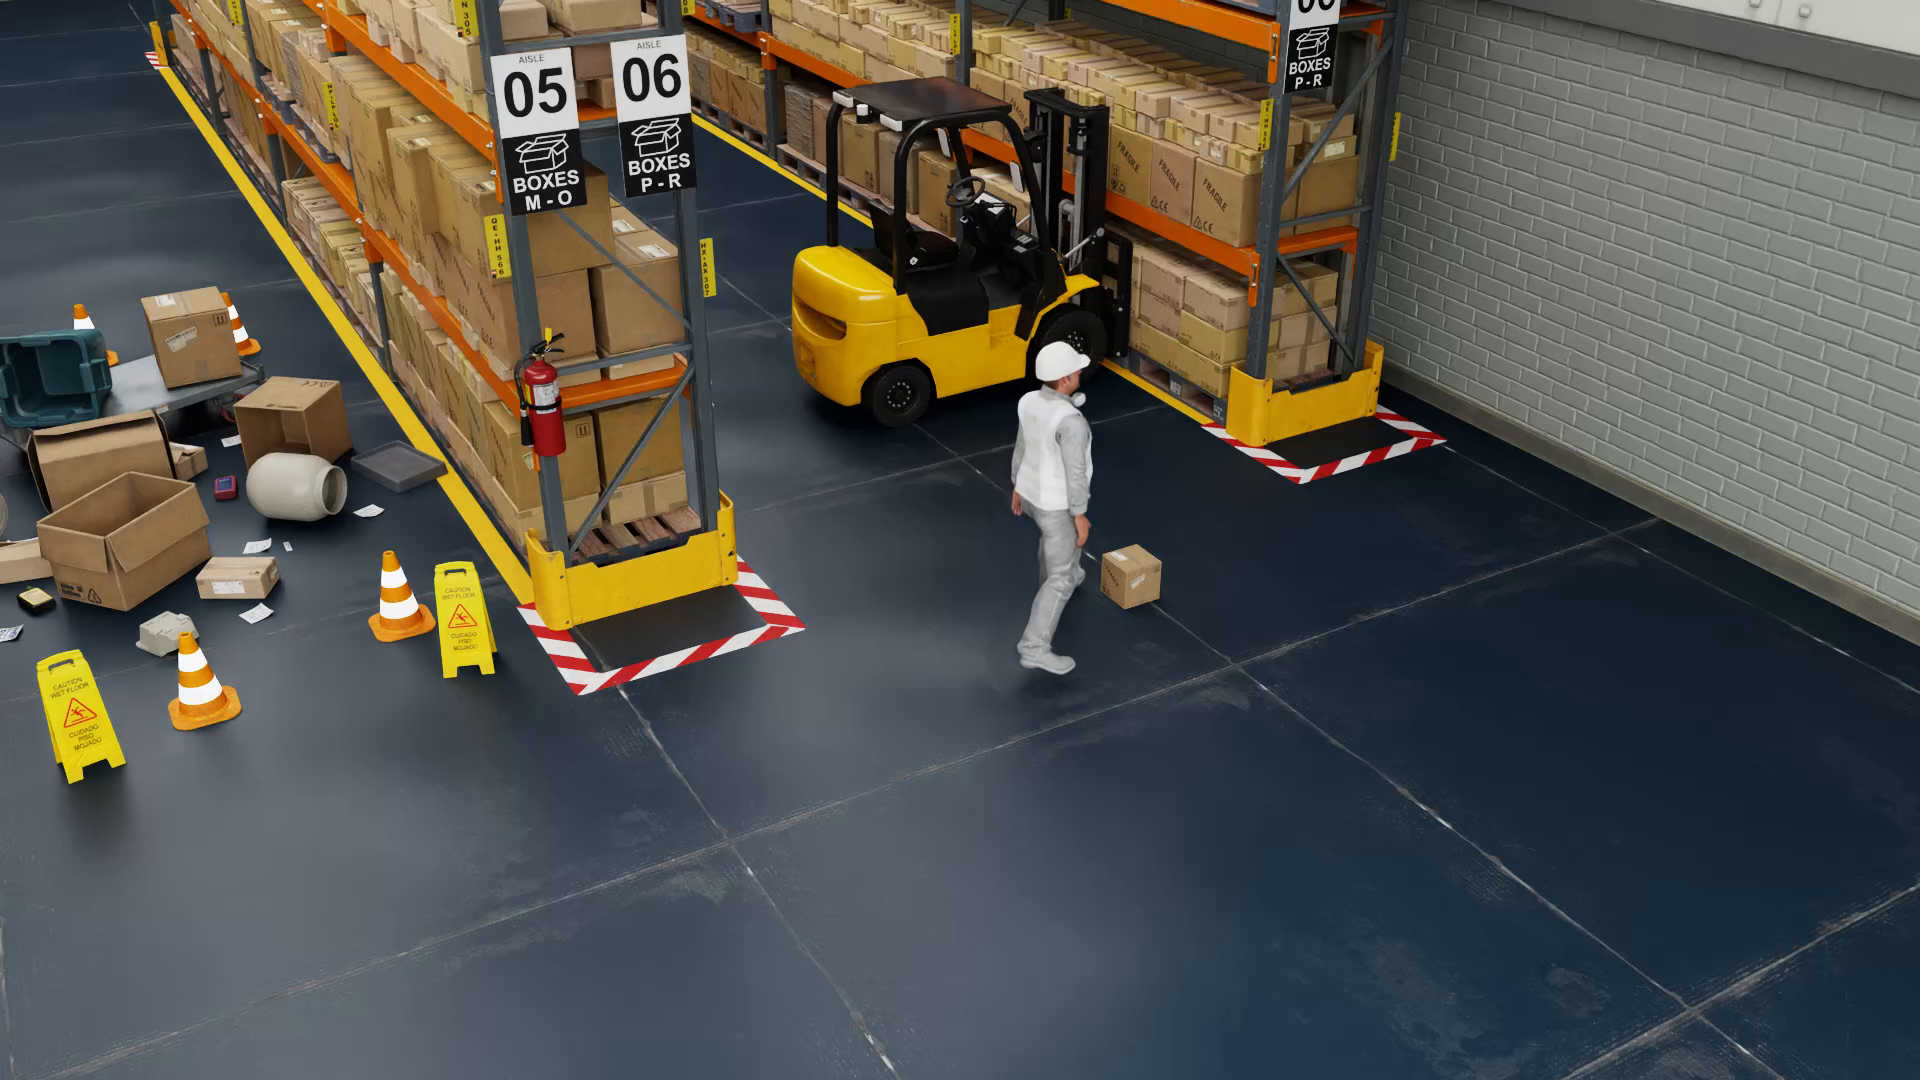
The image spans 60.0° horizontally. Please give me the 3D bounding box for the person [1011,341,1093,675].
[{"bbox_3d":[0.552,-0.224,8.979,0.871,1.737,0.892,-15,32,-26],"label":"person"}]
